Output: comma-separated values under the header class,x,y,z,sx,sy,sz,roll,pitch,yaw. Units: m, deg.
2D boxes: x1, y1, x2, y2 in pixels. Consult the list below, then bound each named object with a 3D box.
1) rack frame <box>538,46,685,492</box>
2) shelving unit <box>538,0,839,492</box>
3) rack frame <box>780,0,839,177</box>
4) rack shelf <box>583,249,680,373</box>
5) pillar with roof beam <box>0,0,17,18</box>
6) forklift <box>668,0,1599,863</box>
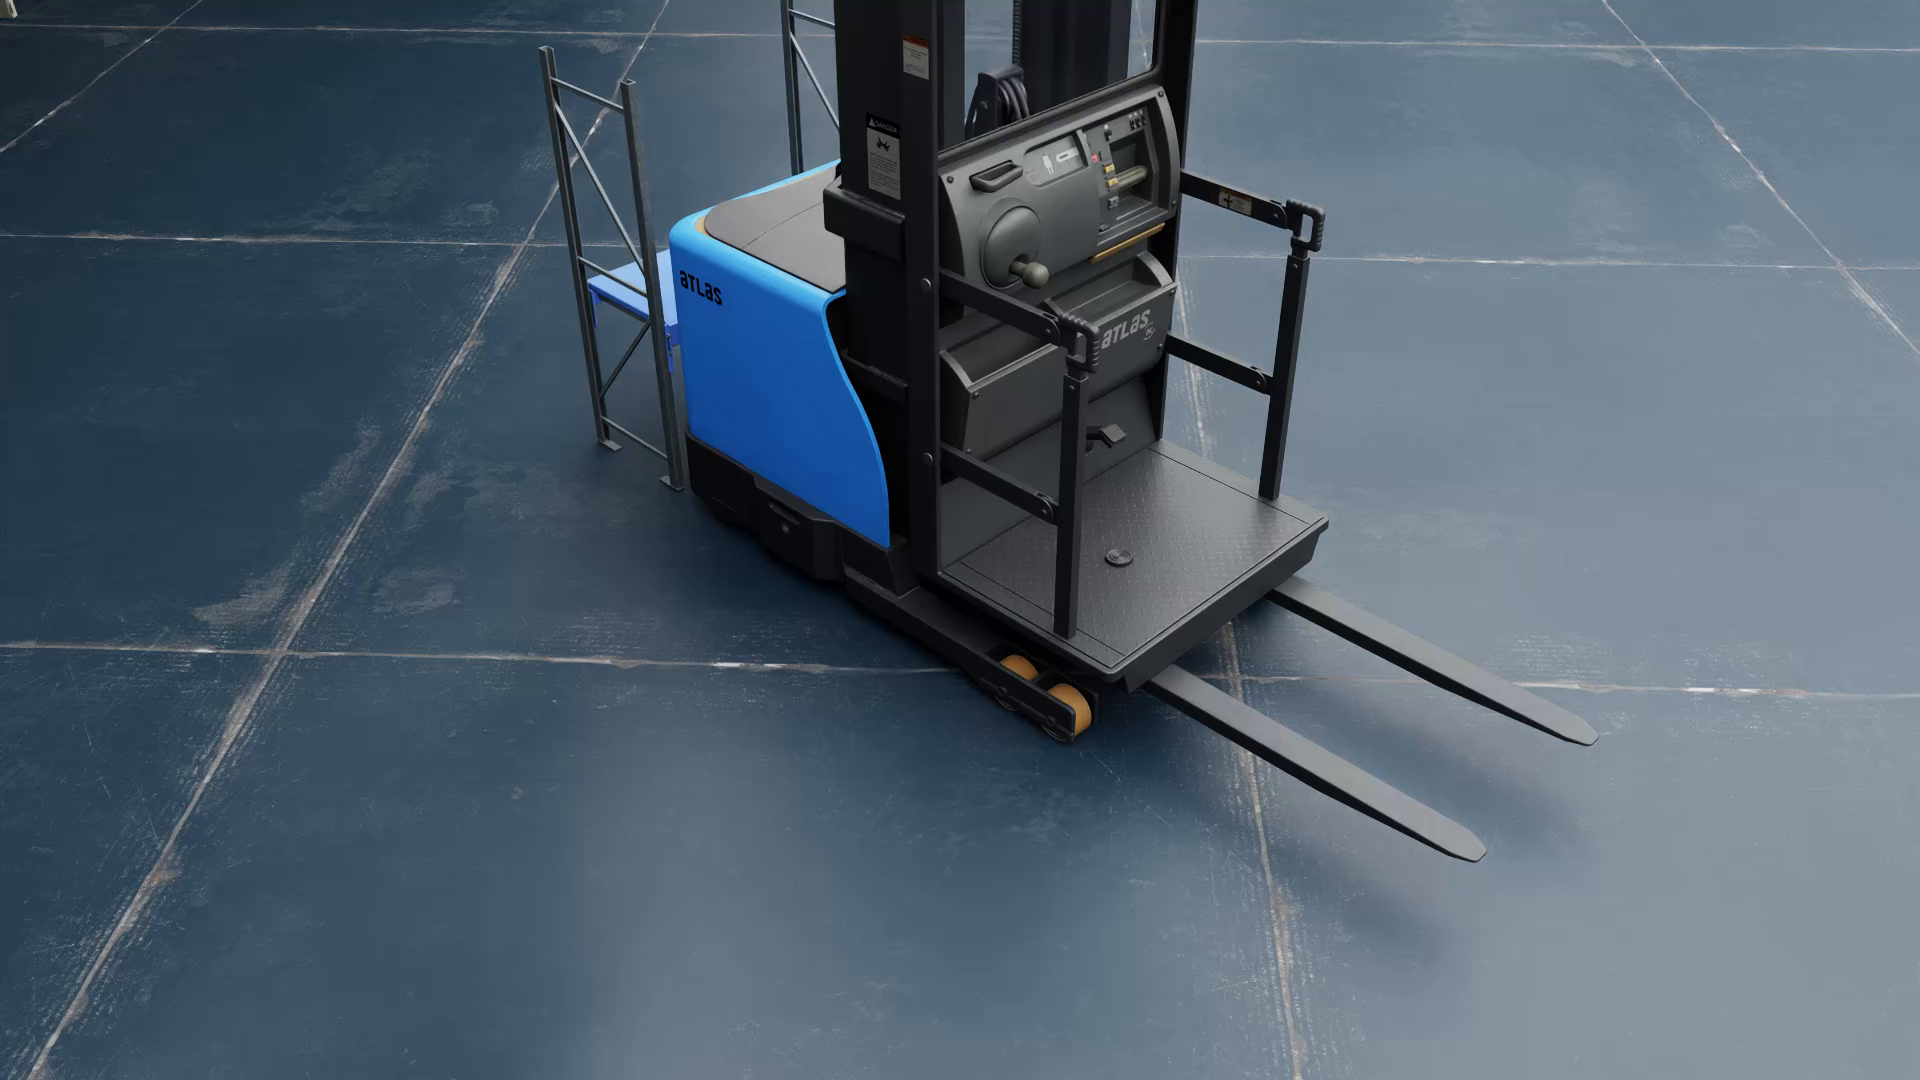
class,x,y,z,sx,sy,sz,roll,pitch,yaw
rack frame,-1.186,-0.896,5.717,0.032,1.500,0.500,-30,44,-35
shelving unit,-0.825,-1.102,6.010,1.048,1.500,0.538,-30,44,-35
rack frame,-0.465,-1.308,6.303,0.032,1.500,0.500,-30,44,-35
rack shelf,-0.824,-0.954,6.112,1.000,0.185,0.538,-30,44,-35
pillar with roof beam,-1.776,-6.770,7.557,9.100,9.000,0.400,1,35,2
forklift,0.452,-0.946,4.548,3.031,2.935,1.130,29,44,35
